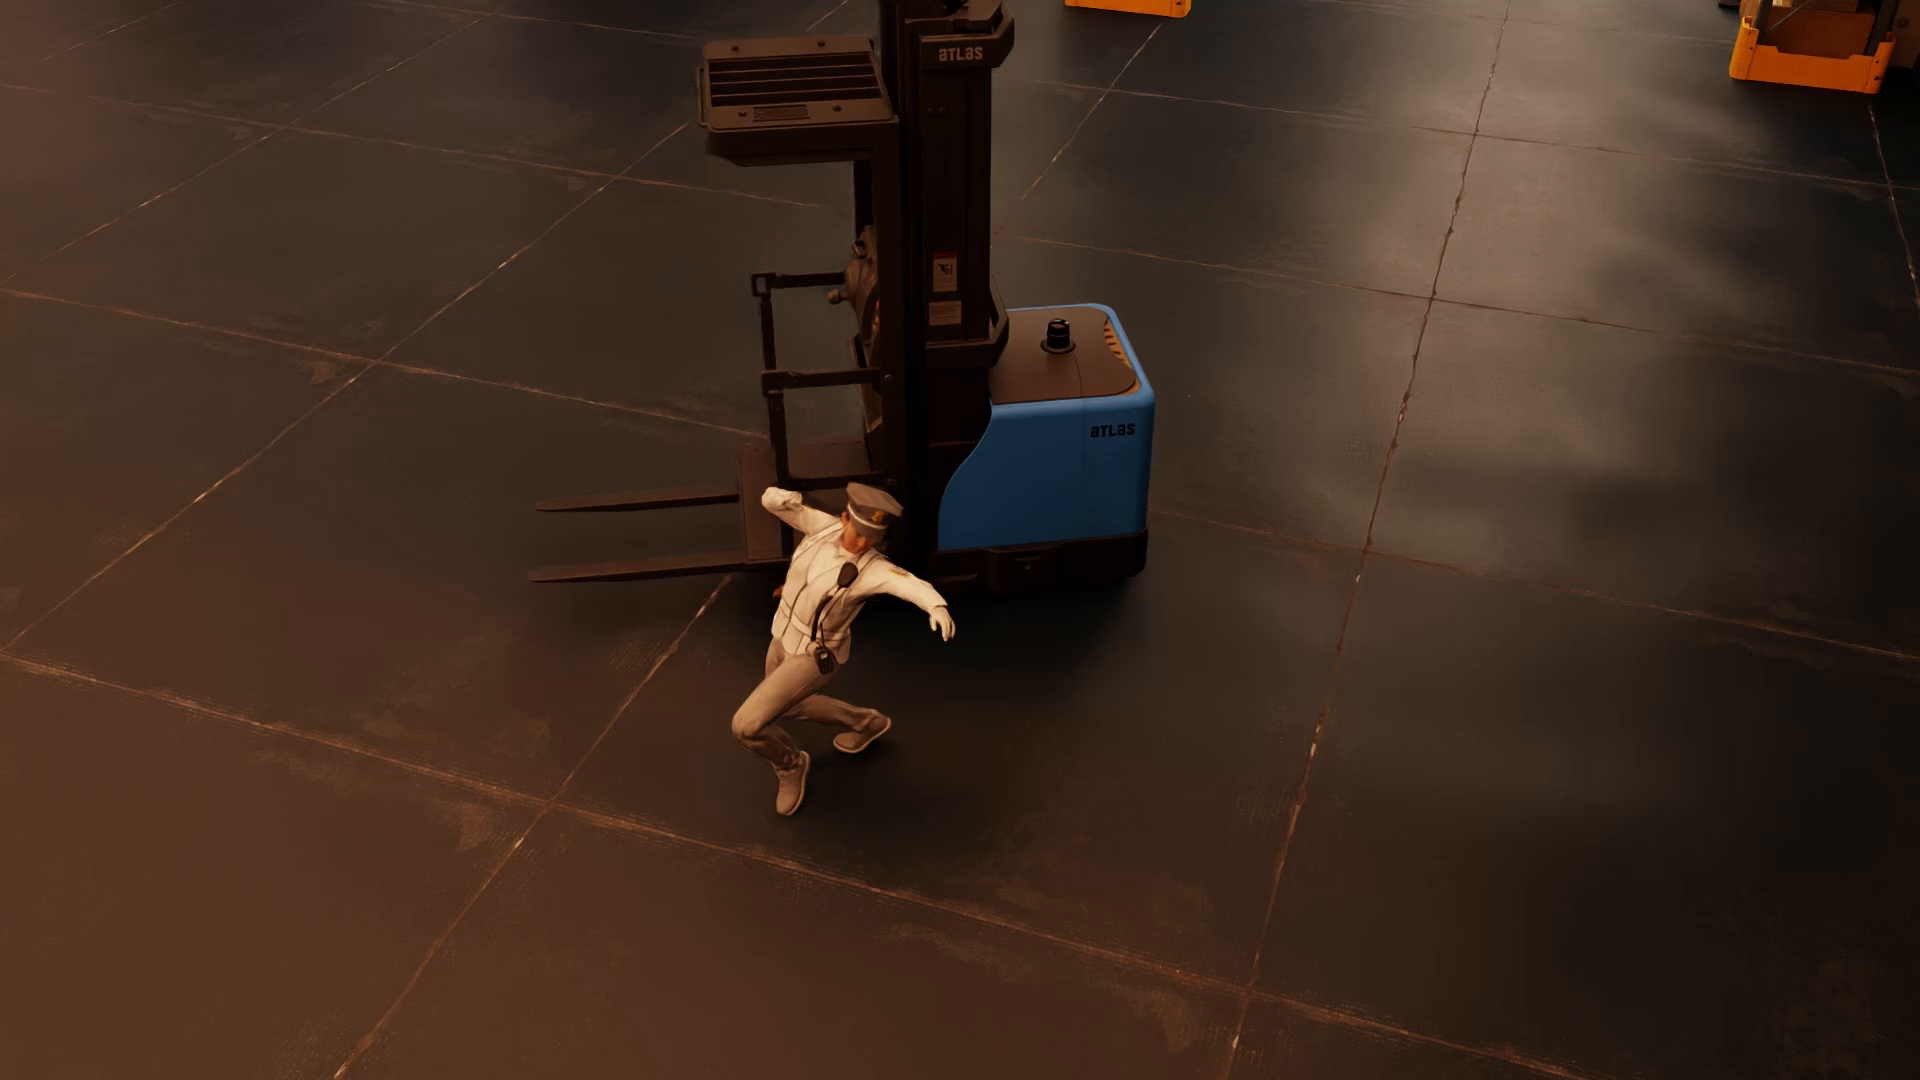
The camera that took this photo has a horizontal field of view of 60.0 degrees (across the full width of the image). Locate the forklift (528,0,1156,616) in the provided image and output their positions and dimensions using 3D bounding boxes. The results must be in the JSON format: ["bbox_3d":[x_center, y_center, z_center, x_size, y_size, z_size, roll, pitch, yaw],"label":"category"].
[{"bbox_3d":[-0.629,-1.142,7.721,3.031,2.935,1.130,-5,36,-7],"label":"forklift"}]

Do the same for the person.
[{"bbox_3d":[-0.506,0.515,6.644,0.826,1.516,1.014,-18,39,-23],"label":"person"}]
